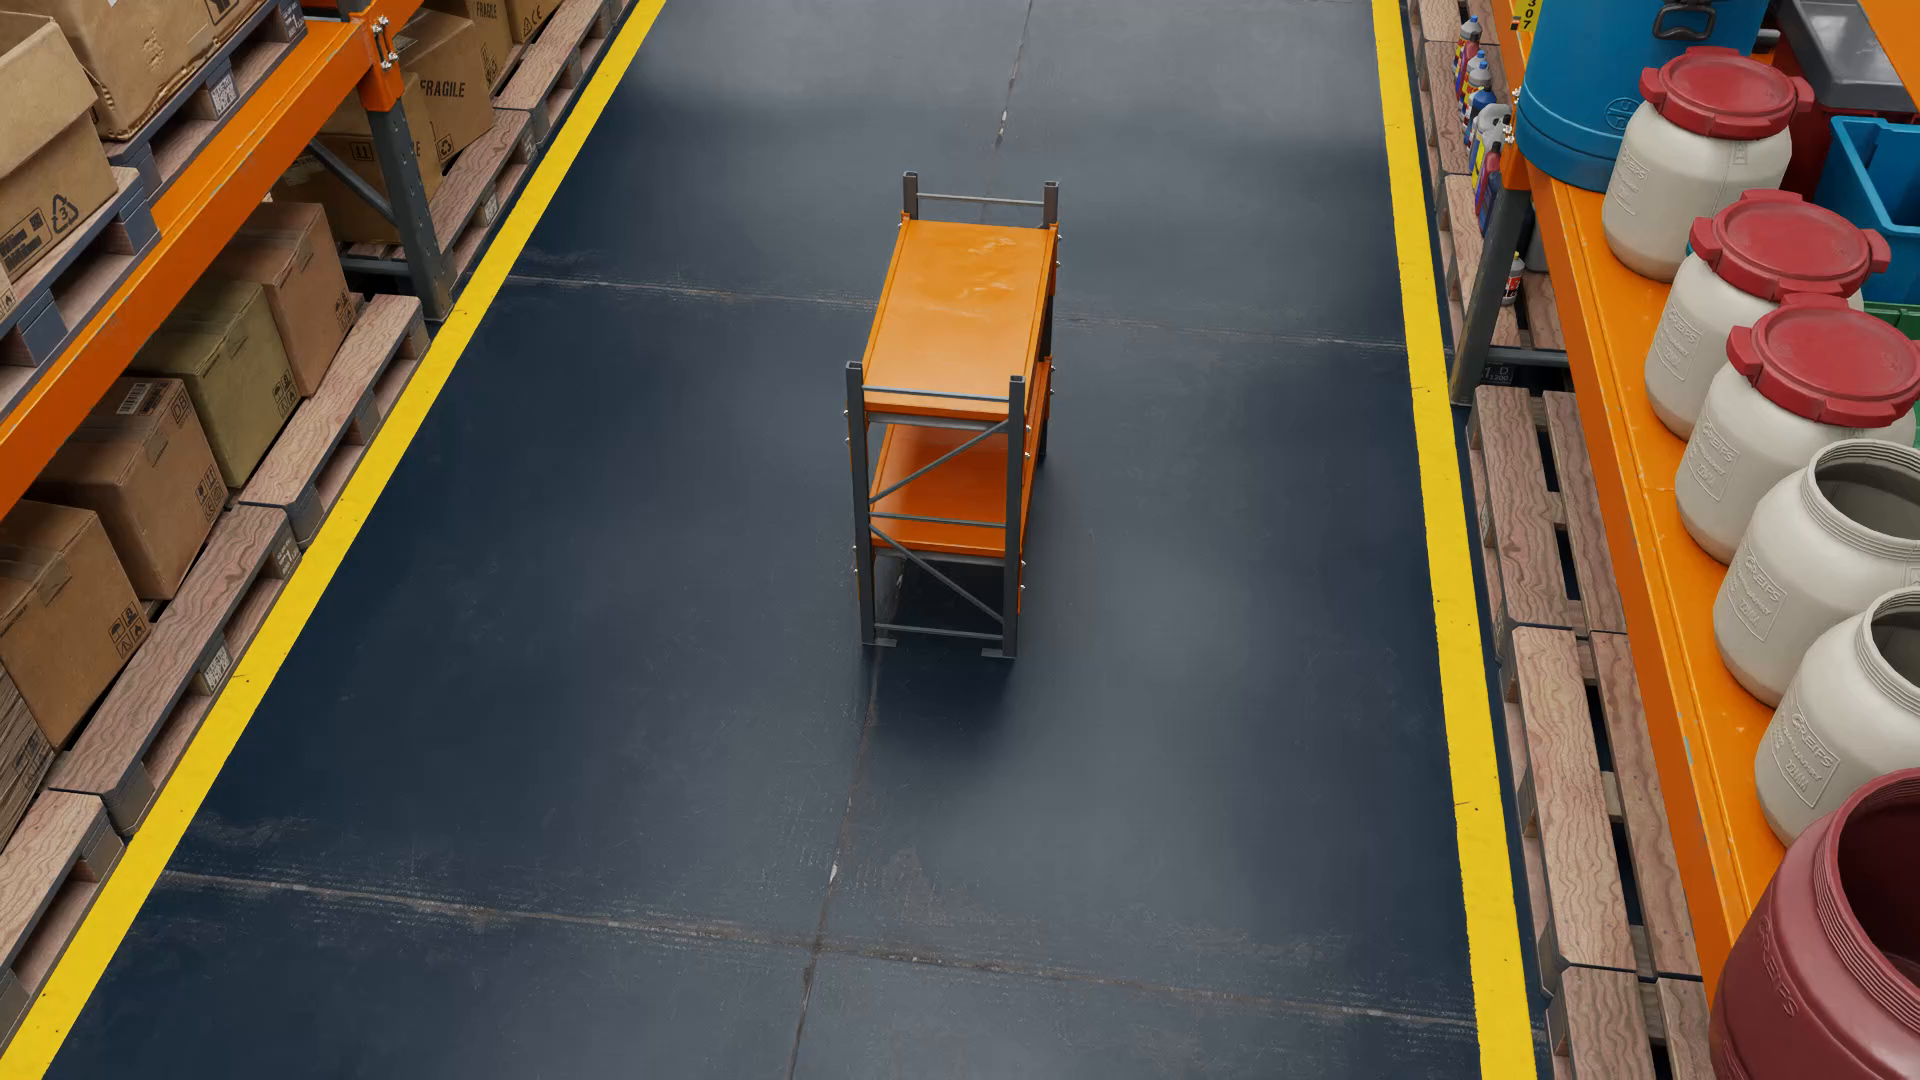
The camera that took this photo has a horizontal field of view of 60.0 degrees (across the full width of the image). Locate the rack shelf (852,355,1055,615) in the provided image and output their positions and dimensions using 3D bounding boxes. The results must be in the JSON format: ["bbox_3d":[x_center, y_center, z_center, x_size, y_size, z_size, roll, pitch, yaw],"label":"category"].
[{"bbox_3d":[-0.001,-0.226,5.526,0.538,0.278,1.000,5,44,6],"label":"rack shelf"}]

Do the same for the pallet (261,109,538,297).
[{"bbox_3d":[-2.501,-1.488,7.168,1.003,0.211,1.213,5,44,6],"label":"pallet"}]

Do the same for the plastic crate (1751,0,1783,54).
[{"bbox_3d":[2.550,-1.912,5.633,0.767,0.338,0.504,5,44,6],"label":"plastic crate"}]

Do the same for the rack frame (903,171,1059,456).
[{"bbox_3d":[0.066,-0.750,5.724,0.500,1.125,0.032,5,44,6],"label":"rack frame"}]

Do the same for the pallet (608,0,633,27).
[{"bbox_3d":[-2.178,-3.151,8.924,1.003,0.211,1.213,5,44,6],"label":"pallet"}]

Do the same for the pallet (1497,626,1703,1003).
[{"bbox_3d":[2.131,0.795,4.756,1.003,0.211,1.213,5,44,6],"label":"pallet"}]

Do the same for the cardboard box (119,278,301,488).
[{"bbox_3d":[-2.739,-0.552,5.650,0.700,0.500,0.500,5,44,5],"label":"cardboard box"}]

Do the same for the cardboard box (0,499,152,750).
[{"bbox_3d":[-2.886,0.209,4.845,0.700,0.500,0.500,9,44,9],"label":"cardboard box"}]

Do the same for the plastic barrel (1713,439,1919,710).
[{"bbox_3d":[1.806,0.088,3.394,0.421,0.512,0.421,0,43,0],"label":"plastic barrel"}]

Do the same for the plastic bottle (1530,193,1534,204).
[{"bbox_3d":[2.330,-1.360,6.666,0.152,0.276,0.135,5,44,6],"label":"plastic bottle"}]

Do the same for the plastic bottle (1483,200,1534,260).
[{"bbox_3d":[2.154,-1.253,6.498,0.144,0.351,0.185,4,44,4],"label":"plastic bottle"}]

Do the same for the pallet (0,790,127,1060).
[{"bbox_3d":[-2.979,1.166,4.365,1.003,0.211,1.213,5,44,6],"label":"pallet"}]

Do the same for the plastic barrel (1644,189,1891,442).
[{"bbox_3d":[1.914,-0.507,4.005,0.433,0.535,0.433,0,43,0],"label":"plastic barrel"}]

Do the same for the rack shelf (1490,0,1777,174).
[{"bbox_3d":[2.619,-2.691,6.934,1.077,0.370,4.000,5,44,6],"label":"rack shelf"}]

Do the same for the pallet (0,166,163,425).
[{"bbox_3d":[-2.862,-0.597,4.338,1.003,0.211,1.213,5,44,6],"label":"pallet"}]

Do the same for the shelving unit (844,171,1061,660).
[{"bbox_3d":[-0.001,-0.404,5.358,0.538,1.125,1.048,5,44,6],"label":"shelving unit"}]

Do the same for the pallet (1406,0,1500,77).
[{"bbox_3d":[2.807,-2.694,8.442,1.003,0.211,1.213,5,44,6],"label":"pallet"}]

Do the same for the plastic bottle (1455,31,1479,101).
[{"bbox_3d":[2.287,-2.129,7.473,0.061,0.283,0.133,6,44,6],"label":"plastic bottle"}]

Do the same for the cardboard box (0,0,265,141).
[{"bbox_3d":[-2.799,-1.881,4.814,1.000,1.000,1.000,6,44,6],"label":"cardboard box"}]

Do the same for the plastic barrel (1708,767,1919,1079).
[{"bbox_3d":[1.587,0.743,2.684,0.600,0.536,0.708,5,44,6],"label":"plastic barrel"}]

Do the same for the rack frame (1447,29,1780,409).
[{"bbox_3d":[2.355,-1.590,5.247,1.000,3.000,0.127,5,44,6],"label":"rack frame"}]

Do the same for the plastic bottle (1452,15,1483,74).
[{"bbox_3d":[2.335,-2.277,7.638,0.097,0.271,0.097,0,43,0],"label":"plastic bottle"}]

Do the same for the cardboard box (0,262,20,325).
[{"bbox_3d":[-2.634,-0.533,3.935,0.500,0.250,0.500,4,44,4],"label":"cardboard box"}]

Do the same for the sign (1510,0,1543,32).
[{"bbox_3d":[1.811,-1.748,5.213,0.100,0.325,0.005,5,44,6],"label":"sign"}]

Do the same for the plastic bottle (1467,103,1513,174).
[{"bbox_3d":[2.248,-1.687,7.011,0.152,0.276,0.135,6,44,6],"label":"plastic bottle"}]

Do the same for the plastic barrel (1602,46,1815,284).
[{"bbox_3d":[2.011,-1.007,4.533,0.433,0.535,0.433,0,43,0],"label":"plastic barrel"}]

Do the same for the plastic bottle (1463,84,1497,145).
[{"bbox_3d":[2.250,-1.838,7.173,0.097,0.271,0.097,0,43,0],"label":"plastic bottle"}]

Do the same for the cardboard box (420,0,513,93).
[{"bbox_3d":[-2.390,-2.375,7.589,0.500,0.500,0.500,2,43,2],"label":"cardboard box"}]

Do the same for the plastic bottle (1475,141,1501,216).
[{"bbox_3d":[2.160,-1.474,6.780,0.061,0.283,0.133,8,44,8],"label":"plastic bottle"}]

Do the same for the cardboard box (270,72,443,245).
[{"bbox_3d":[-2.462,-1.554,6.722,0.500,0.500,0.500,4,44,4],"label":"cardboard box"}]

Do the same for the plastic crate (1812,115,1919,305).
[{"bbox_3d":[2.517,-0.804,4.429,0.392,0.384,0.575,5,44,6],"label":"plastic crate"}]

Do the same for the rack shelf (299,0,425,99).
[{"bbox_3d":[-2.290,-3.142,7.410,1.077,0.370,4.000,5,44,6],"label":"rack shelf"}]

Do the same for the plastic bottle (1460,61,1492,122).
[{"bbox_3d":[2.276,-1.976,7.319,0.097,0.271,0.097,0,43,0],"label":"plastic bottle"}]

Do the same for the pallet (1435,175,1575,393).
[{"bbox_3d":[2.485,-1.031,6.685,1.003,0.211,1.213,5,44,6],"label":"pallet"}]
